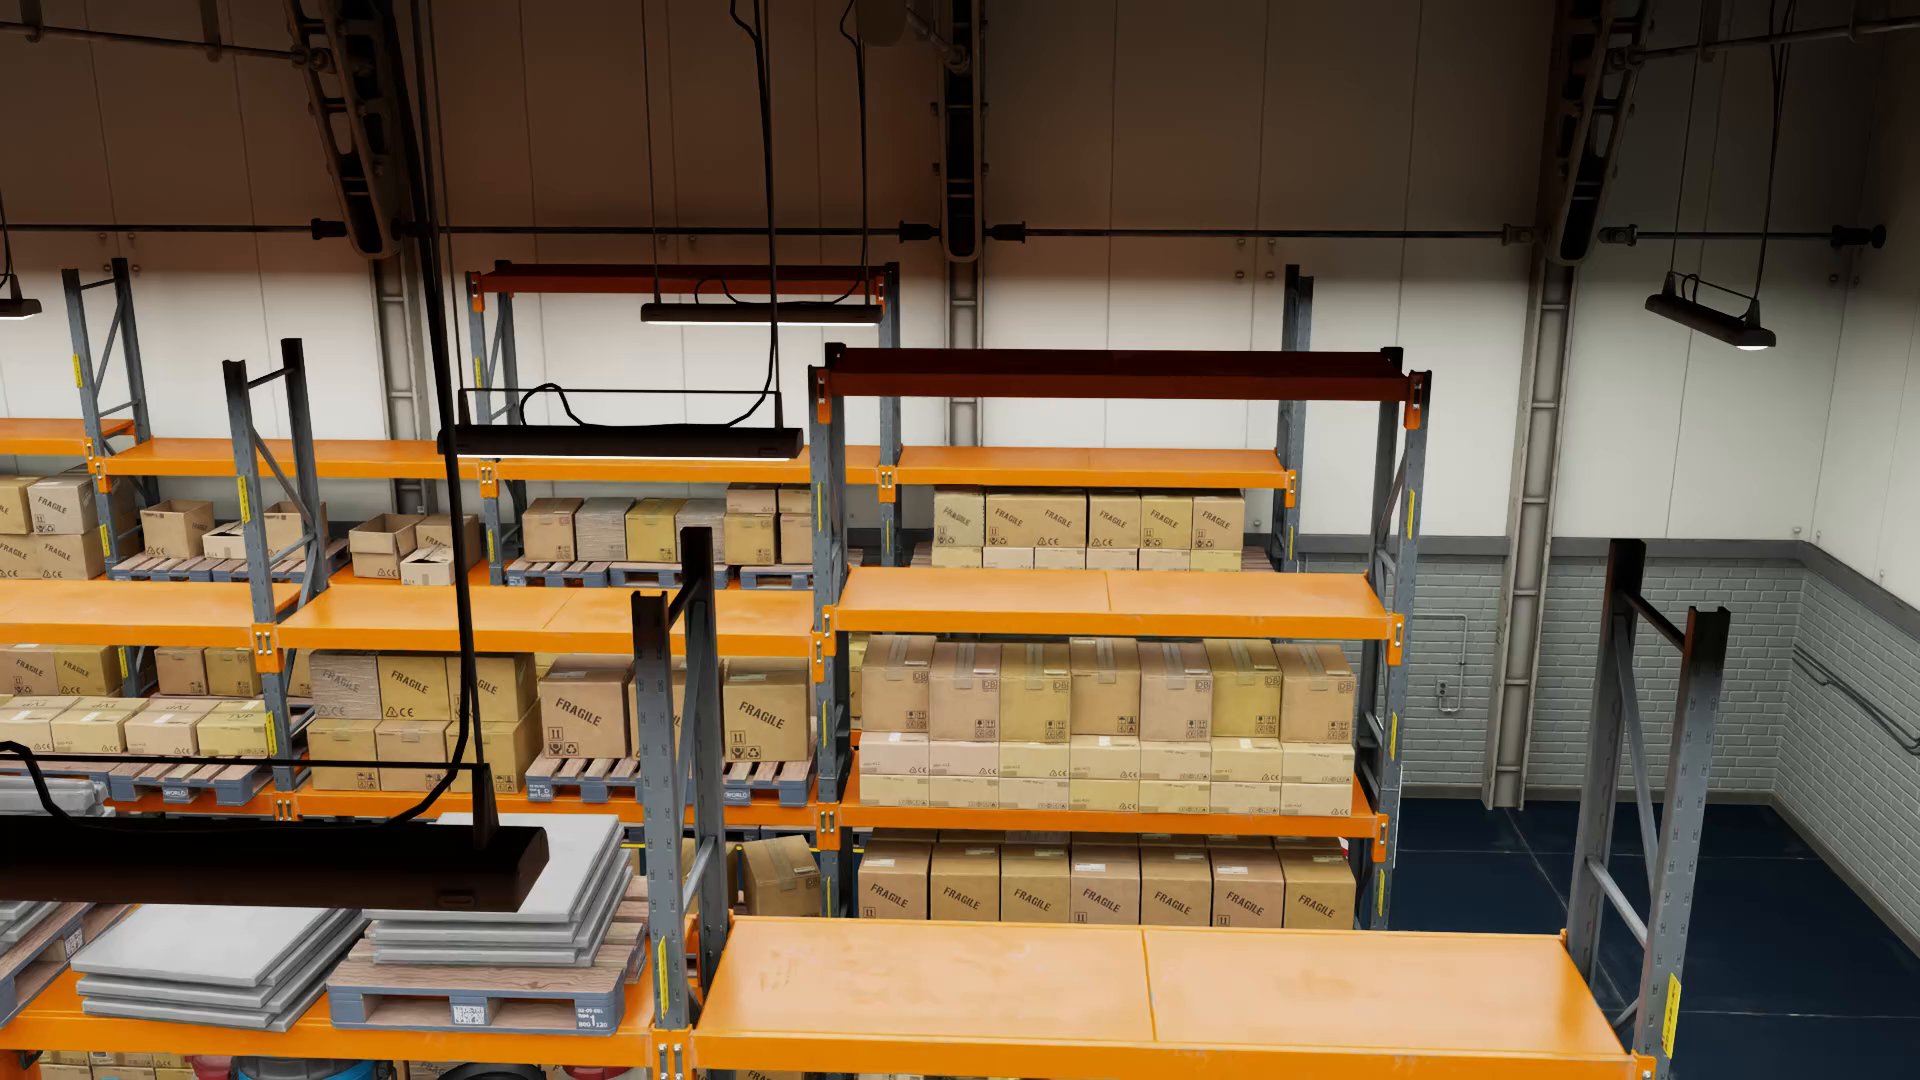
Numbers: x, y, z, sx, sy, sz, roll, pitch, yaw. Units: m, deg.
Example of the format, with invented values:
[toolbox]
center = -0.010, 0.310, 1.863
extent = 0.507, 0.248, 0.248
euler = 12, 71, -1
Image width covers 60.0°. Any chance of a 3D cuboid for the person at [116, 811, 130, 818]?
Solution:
[person]
center = -8.474, 2.649, 16.410
extent = 0.910, 1.682, 0.569
euler = -11, 19, -33
